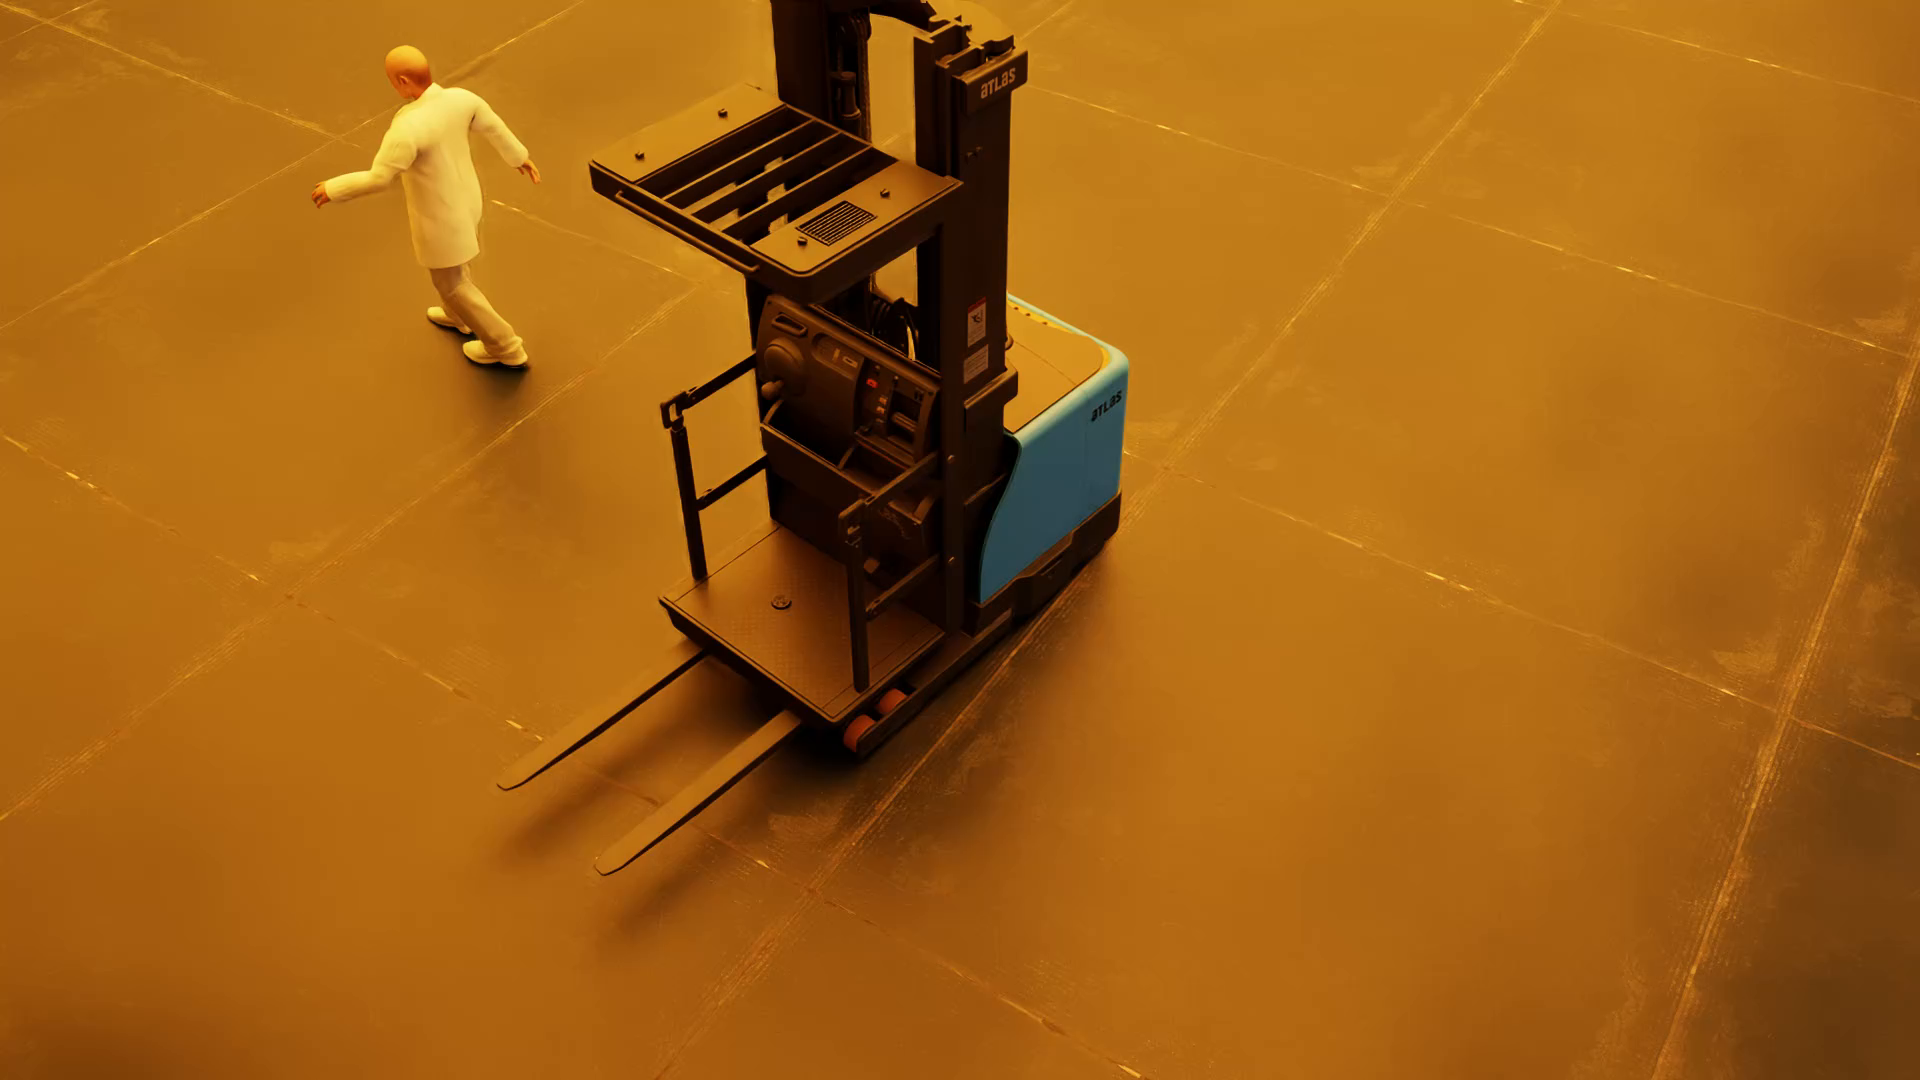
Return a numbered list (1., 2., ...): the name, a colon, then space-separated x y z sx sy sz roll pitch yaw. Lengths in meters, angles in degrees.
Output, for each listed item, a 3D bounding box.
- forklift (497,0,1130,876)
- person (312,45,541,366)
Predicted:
1. forklift: -0.595 -0.557 6.436 1.130 2.935 3.031 31 52 29
2. person: -2.656 -1.731 8.544 0.824 1.759 1.016 17 46 17
